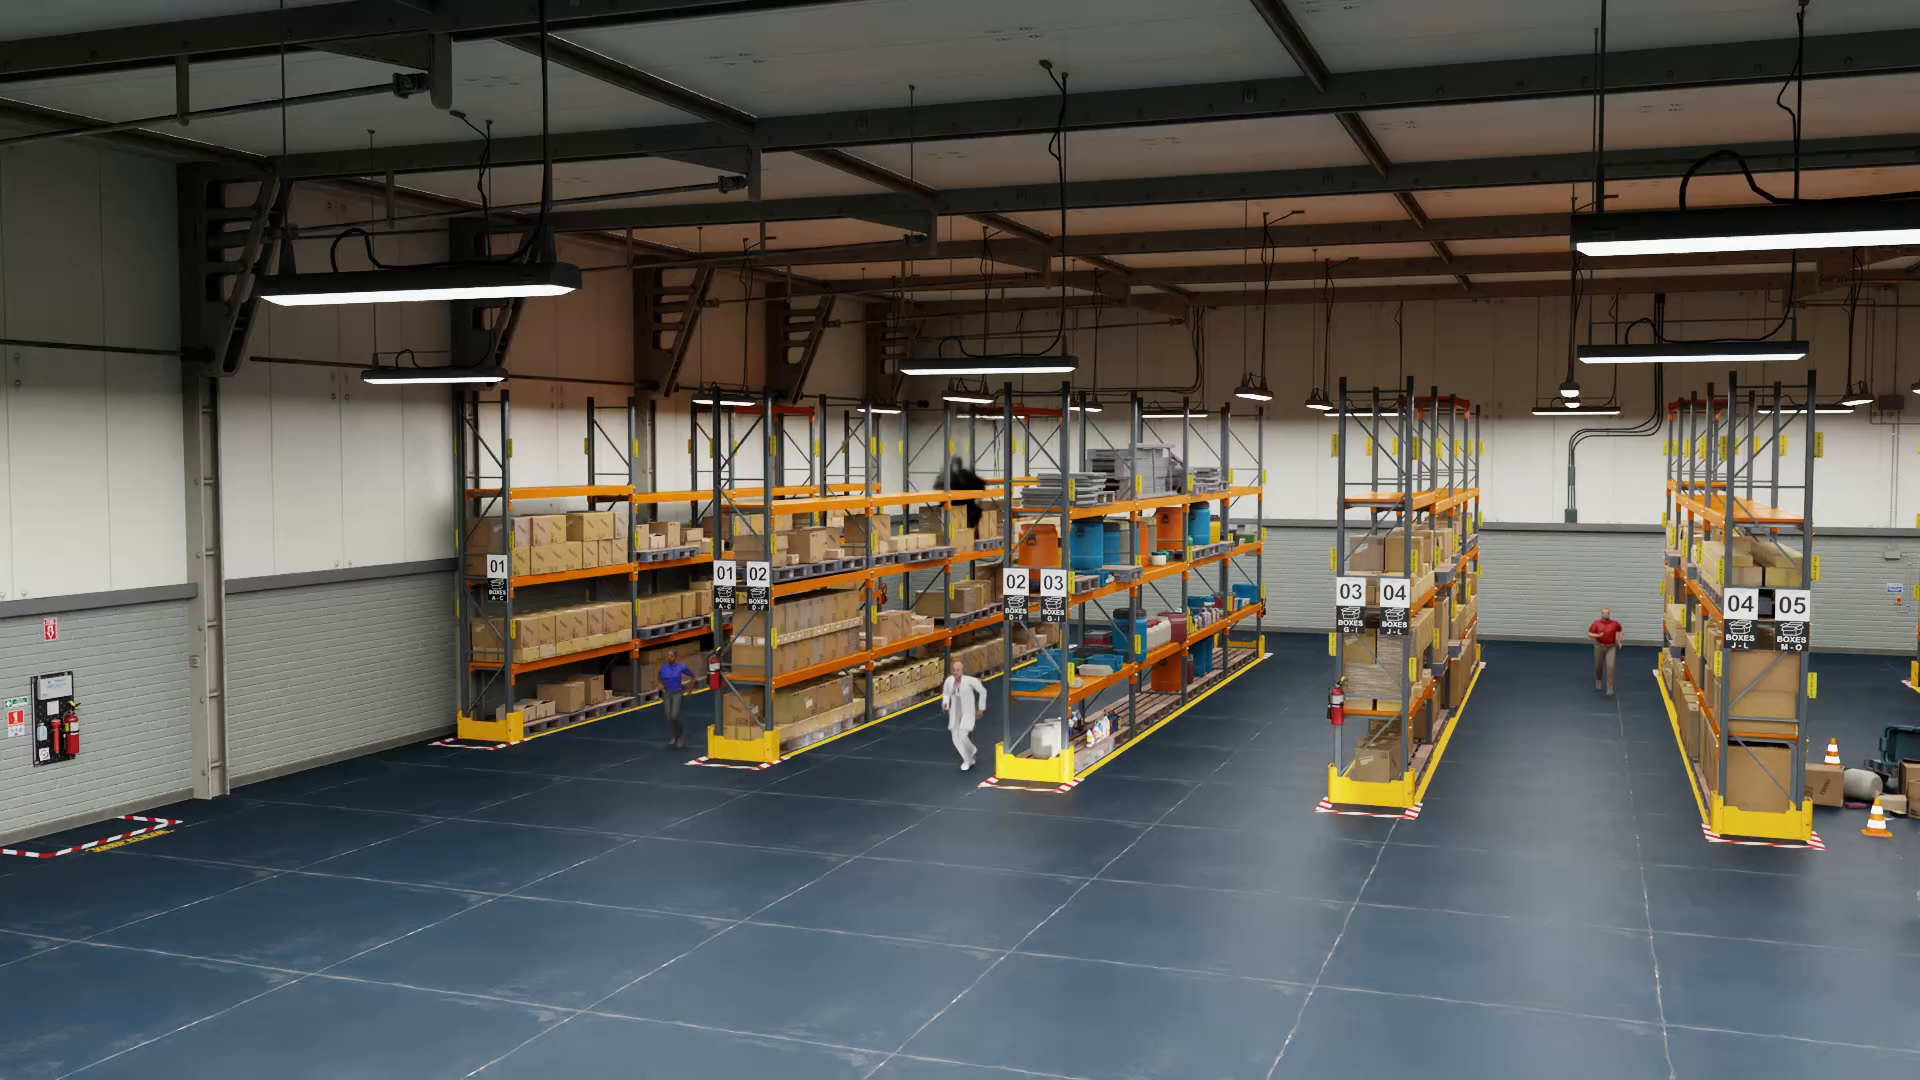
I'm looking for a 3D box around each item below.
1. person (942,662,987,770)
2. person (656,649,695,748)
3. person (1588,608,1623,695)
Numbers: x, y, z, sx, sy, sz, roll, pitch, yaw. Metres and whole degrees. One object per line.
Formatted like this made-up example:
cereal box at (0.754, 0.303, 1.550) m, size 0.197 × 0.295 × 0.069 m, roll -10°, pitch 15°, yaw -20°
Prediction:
person at (0.036, 2.742, 25.916) m, size 0.713 × 1.705 × 0.706 m, roll 2°, pitch 4°, yaw 26°
person at (-4.783, 2.664, 27.801) m, size 0.592 × 1.685 × 0.684 m, roll 0°, pitch 3°, yaw 9°
person at (13.169, 2.246, 33.939) m, size 0.668 × 1.712 × 0.988 m, roll 1°, pitch 3°, yaw 20°
